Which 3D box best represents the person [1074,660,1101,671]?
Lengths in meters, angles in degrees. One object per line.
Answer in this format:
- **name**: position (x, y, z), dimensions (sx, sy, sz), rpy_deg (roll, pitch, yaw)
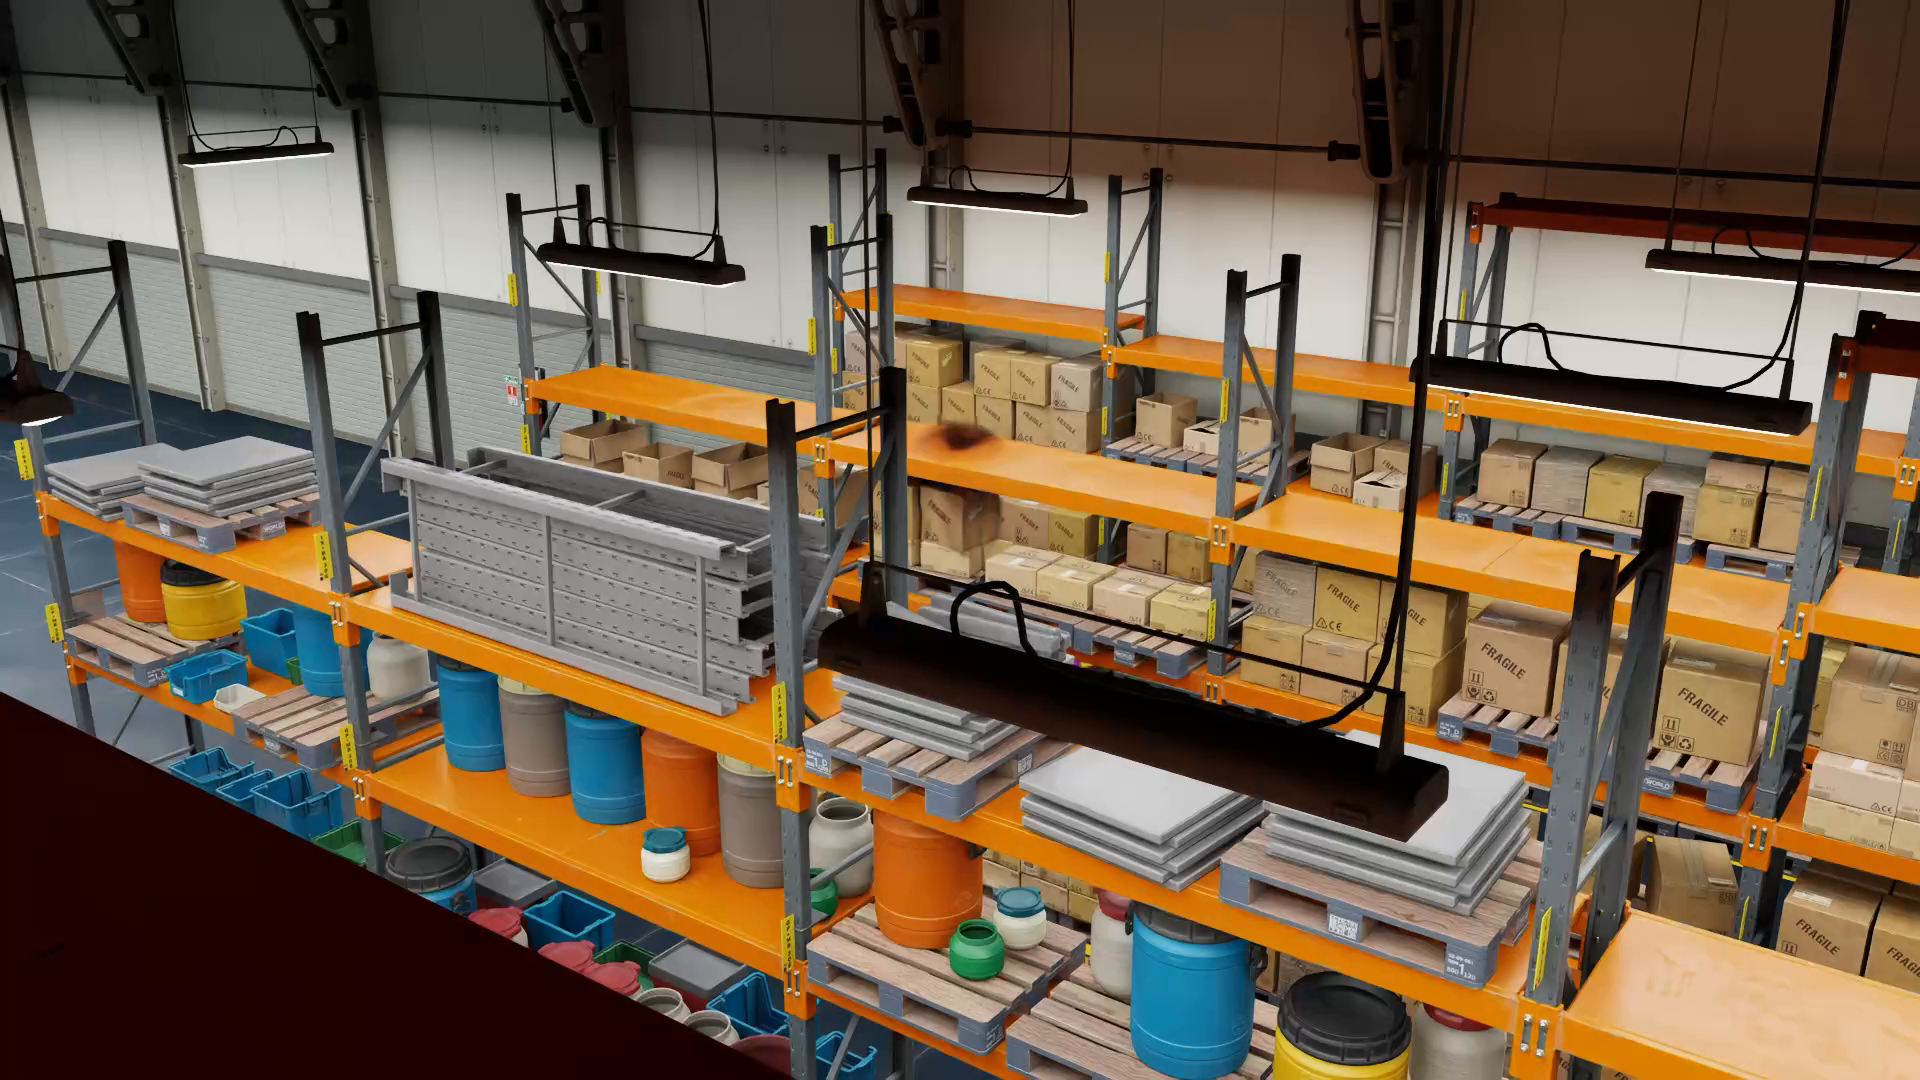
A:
- **person**: position (1.138, 1.609, 17.456), dimensions (1.016, 1.730, 0.765), rpy_deg (12, 22, 32)
